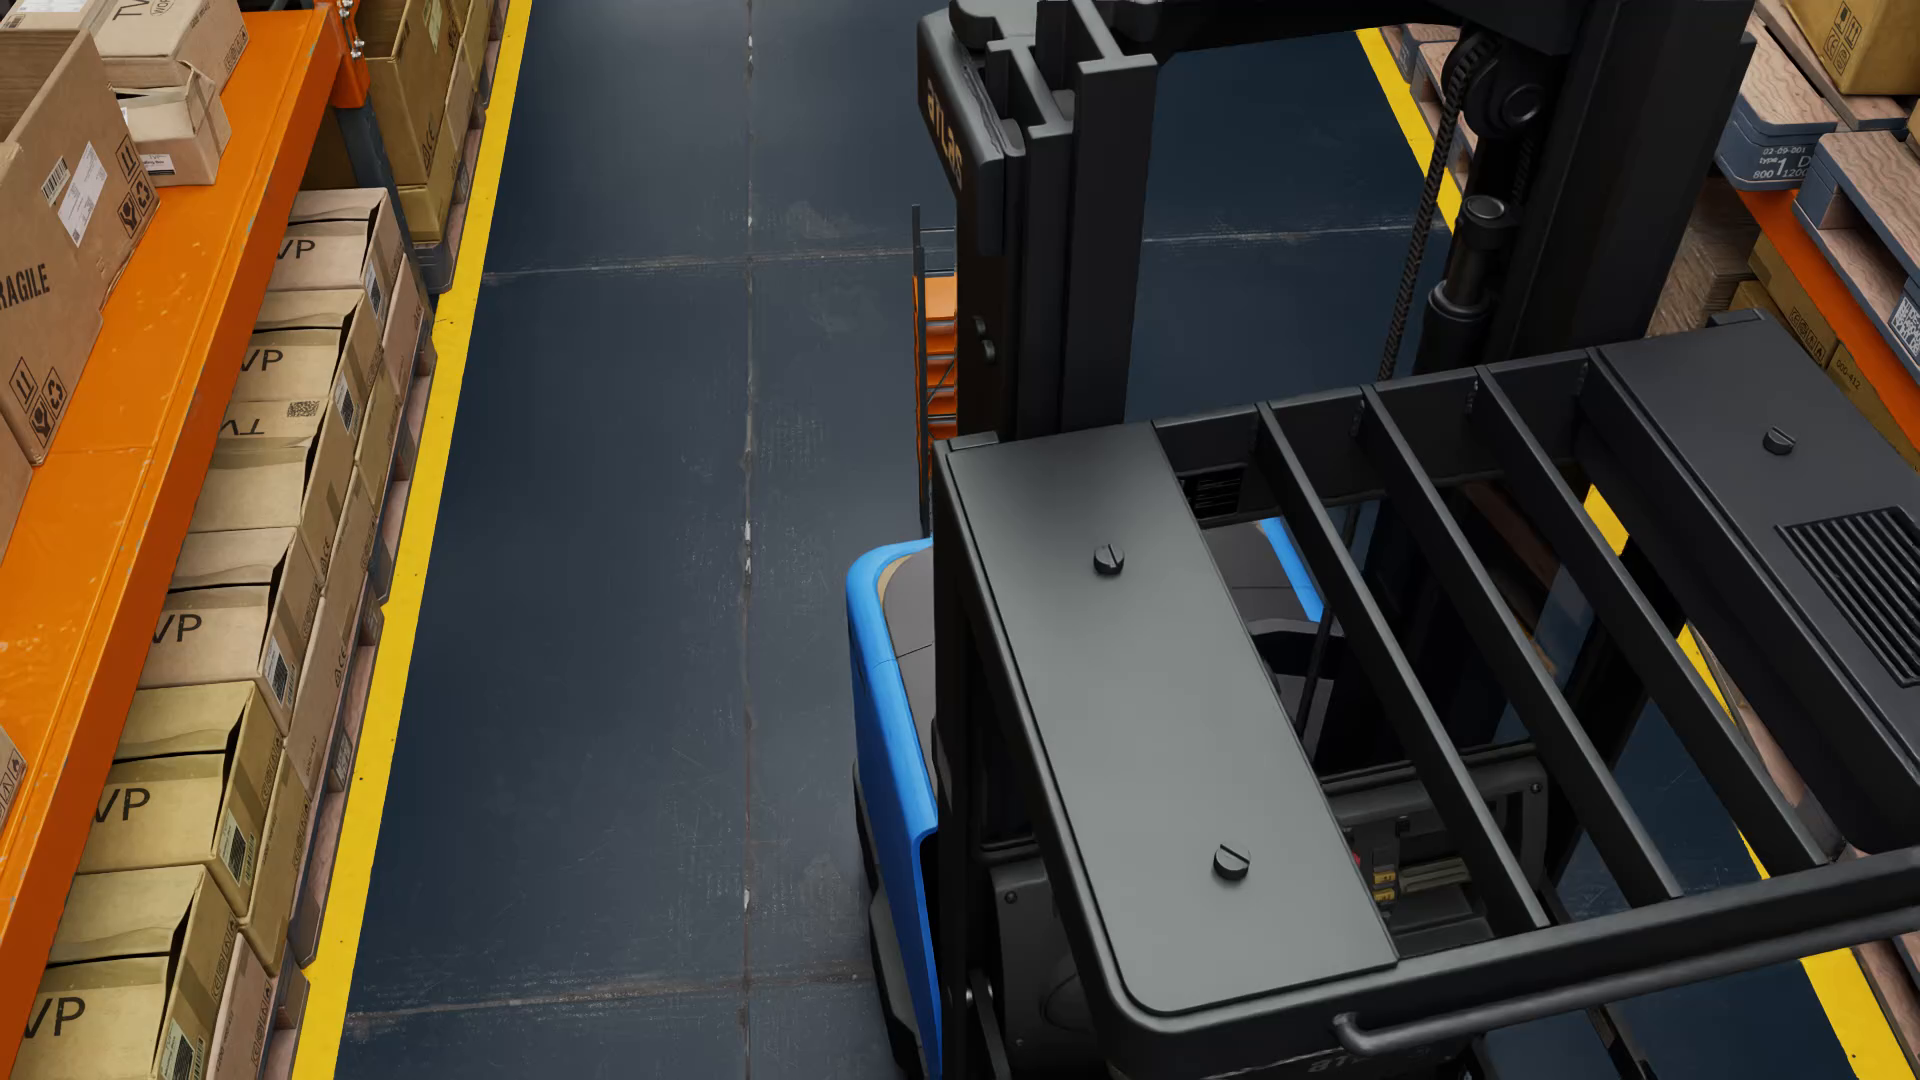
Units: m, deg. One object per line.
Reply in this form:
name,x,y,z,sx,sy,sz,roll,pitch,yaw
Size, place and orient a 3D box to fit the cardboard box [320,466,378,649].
cardboard box,-1.984,0.058,4.734,0.500,0.250,0.500,-3,47,-2

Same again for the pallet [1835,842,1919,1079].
pallet,2.815,1.222,3.947,1.003,0.211,1.213,-3,47,-3

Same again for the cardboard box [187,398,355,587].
cardboard box,-1.983,-0.140,4.535,0.500,0.311,0.500,-4,47,-3

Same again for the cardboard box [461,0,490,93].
cardboard box,-2.202,-2.039,6.719,0.500,0.250,0.500,-3,47,-3

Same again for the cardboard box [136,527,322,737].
cardboard box,-1.945,0.223,4.191,0.500,0.311,0.500,-4,47,-4

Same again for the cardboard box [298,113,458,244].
cardboard box,-2.129,-1.314,6.033,0.500,0.250,0.500,-3,47,-3

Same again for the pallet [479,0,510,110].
pallet,-2.522,-2.265,7.250,1.003,0.211,1.213,-3,47,-3

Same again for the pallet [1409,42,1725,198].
pallet,2.453,-1.590,6.611,1.003,0.211,1.213,-3,47,-3

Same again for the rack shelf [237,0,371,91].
rack shelf,-2.559,-2.961,6.484,1.077,0.370,4.000,-3,47,-3

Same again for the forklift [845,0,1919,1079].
forklift,0.564,0.716,2.553,1.130,2.935,3.031,-10,47,-9

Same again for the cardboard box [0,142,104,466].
cardboard box,-2.258,-0.496,3.585,0.500,0.500,0.500,-3,47,-3

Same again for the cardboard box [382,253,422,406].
cardboard box,-2.068,-0.678,5.431,0.500,0.250,0.500,-4,47,-4

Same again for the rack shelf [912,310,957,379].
rack shelf,-0.001,-0.558,4.682,0.258,0.103,0.180,-3,47,-3

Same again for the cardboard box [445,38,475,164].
cardboard box,-2.165,-1.676,6.376,0.500,0.250,0.500,-3,47,-3

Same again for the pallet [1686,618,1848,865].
pallet,2.716,0.341,4.781,1.003,0.211,1.213,-3,47,-3

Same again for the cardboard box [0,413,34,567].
cardboard box,-2.214,-0.115,3.224,0.500,0.500,0.500,-6,47,-5

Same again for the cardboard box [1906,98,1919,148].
cardboard box,2.679,-1.001,3.761,0.700,0.500,0.500,2,47,2

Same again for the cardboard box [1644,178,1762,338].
cardboard box,2.622,-0.826,5.385,0.700,0.500,0.500,-2,47,-2

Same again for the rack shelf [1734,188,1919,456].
rack shelf,2.712,-0.371,4.031,1.077,0.370,4.000,-3,47,-3

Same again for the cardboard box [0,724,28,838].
cardboard box,-1.939,0.504,2.768,0.500,0.311,0.500,-4,47,-4

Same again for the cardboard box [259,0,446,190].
cardboard box,-2.119,-1.573,5.762,0.500,0.500,0.500,-3,47,-3

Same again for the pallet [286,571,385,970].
pallet,-2.186,0.613,4.524,1.003,0.211,1.213,-3,47,-3

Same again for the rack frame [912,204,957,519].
rack frame,-0.009,-0.489,4.887,0.240,1.200,0.006,-3,47,-3

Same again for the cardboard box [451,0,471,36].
cardboard box,-2.203,-2.296,6.447,0.500,0.500,0.500,-3,47,-3

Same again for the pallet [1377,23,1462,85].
pallet,2.347,-2.475,7.449,1.003,0.211,1.213,-3,47,-3

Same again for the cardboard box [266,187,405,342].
cardboard box,-2.072,-0.878,5.234,0.500,0.311,0.500,-3,47,-3

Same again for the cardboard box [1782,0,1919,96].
cardboard box,2.592,-1.476,4.210,0.700,0.500,0.500,1,47,1

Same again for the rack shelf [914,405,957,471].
rack shelf,-0.001,-0.310,4.944,0.258,0.103,0.180,-3,47,-3

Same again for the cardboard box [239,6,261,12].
cardboard box,-2.679,-1.903,6.074,0.500,0.500,0.500,-3,47,-3

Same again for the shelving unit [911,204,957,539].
shelving unit,-0.001,-0.423,4.824,0.258,1.200,0.189,-3,47,-3

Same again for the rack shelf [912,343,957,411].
rack shelf,-0.001,-0.475,4.769,0.258,0.103,0.180,-3,47,-3

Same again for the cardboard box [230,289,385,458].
cardboard box,-2.022,-0.502,4.877,0.500,0.311,0.500,-2,47,-2

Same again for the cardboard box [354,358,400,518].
cardboard box,-2.028,-0.312,5.084,0.500,0.250,0.500,-4,47,-4

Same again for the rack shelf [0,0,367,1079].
rack shelf,-2.224,-0.067,3.743,1.077,0.370,4.000,-3,47,-3

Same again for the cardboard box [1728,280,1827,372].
cardboard box,2.716,-0.455,5.033,0.700,0.500,0.500,-4,47,-4

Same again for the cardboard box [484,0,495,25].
cardboard box,-2.250,-2.400,7.062,0.500,0.250,0.500,-3,47,-3

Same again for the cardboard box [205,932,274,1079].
cardboard box,-1.851,1.173,3.678,0.500,0.250,0.500,-5,47,-4

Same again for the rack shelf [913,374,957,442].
rack shelf,-0.001,-0.392,4.857,0.258,0.103,0.180,-3,47,-3

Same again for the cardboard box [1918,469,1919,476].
cardboard box,2.733,-0.027,4.111,0.500,0.250,0.500,-4,47,-3

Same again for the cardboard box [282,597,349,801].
cardboard box,-1.943,0.426,4.385,0.500,0.250,0.500,-3,47,-2

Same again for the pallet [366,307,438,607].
pallet,-2.291,-0.272,5.362,1.003,0.211,1.213,-3,47,-3

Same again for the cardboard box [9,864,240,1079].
cardboard box,-1.861,0.964,3.489,0.500,0.311,0.500,-5,47,-4

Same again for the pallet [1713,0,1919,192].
pallet,2.463,-1.438,4.678,1.003,0.211,1.213,-3,47,-3

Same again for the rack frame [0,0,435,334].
rack frame,-2.392,-1.762,4.852,1.000,3.000,0.127,-3,47,-3

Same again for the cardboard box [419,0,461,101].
cardboard box,-2.168,-1.934,6.104,0.500,0.500,0.500,-3,47,-3

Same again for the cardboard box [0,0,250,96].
cardboard box,-2.307,-1.356,4.572,0.500,0.250,0.500,-1,47,-1

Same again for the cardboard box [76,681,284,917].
cardboard box,-1.901,0.595,3.839,0.500,0.311,0.500,-5,47,-4

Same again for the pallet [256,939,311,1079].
pallet,-2.087,1.493,3.690,1.003,0.211,1.213,-3,47,-3

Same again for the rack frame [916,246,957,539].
rack frame,0.006,-0.357,4.762,0.240,1.200,0.006,-3,47,-3

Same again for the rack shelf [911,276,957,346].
rack shelf,-0.001,-0.640,4.595,0.258,0.103,0.180,-3,47,-3

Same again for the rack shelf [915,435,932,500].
rack shelf,-0.001,-0.227,5.031,0.258,0.103,0.180,-3,47,-3

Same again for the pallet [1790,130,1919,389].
pallet,2.672,-0.535,3.823,1.003,0.211,1.213,-3,47,-3

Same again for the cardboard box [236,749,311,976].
cardboard box,-1.901,0.797,4.033,0.500,0.250,0.500,-5,47,-4

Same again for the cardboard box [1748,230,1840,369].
cardboard box,2.663,-0.765,4.811,0.500,0.250,0.500,-4,47,-4

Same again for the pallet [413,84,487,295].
pallet,-2.417,-1.381,6.412,1.003,0.211,1.213,-3,47,-3

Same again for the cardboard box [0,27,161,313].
cardboard box,-2.300,-0.858,3.928,0.500,0.500,0.500,0,47,0

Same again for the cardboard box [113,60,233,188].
cardboard box,-2.135,-1.090,4.309,0.396,0.266,0.258,-5,47,-4

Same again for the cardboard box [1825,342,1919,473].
cardboard box,2.710,-0.389,4.454,0.500,0.250,0.500,-5,47,-4
